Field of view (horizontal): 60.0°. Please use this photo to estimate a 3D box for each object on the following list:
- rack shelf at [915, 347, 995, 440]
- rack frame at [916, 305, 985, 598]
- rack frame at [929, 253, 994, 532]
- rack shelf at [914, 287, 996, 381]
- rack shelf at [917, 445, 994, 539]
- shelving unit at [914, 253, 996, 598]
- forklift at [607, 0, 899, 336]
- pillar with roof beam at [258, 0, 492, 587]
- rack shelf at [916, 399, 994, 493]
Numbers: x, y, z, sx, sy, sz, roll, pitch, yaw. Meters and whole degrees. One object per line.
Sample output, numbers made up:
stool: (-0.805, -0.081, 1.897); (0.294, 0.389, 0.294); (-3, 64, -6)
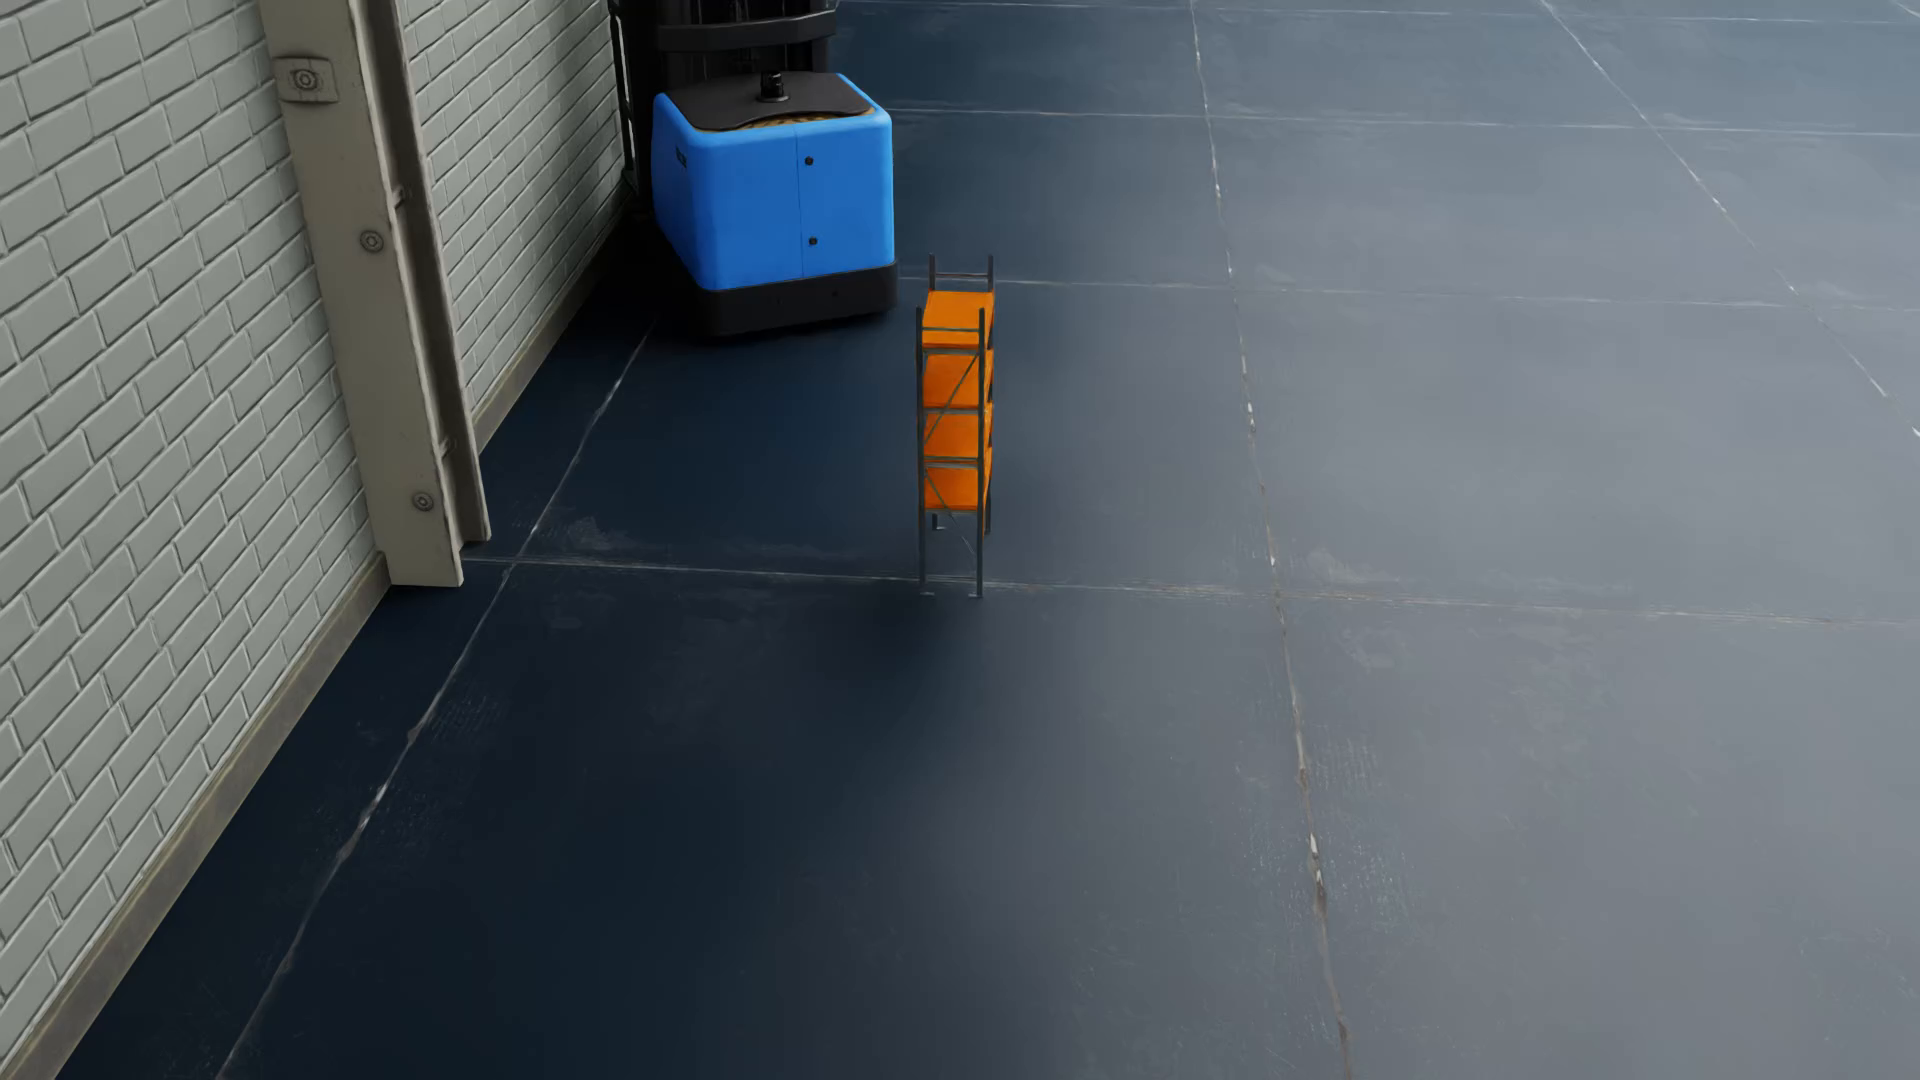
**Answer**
rack shelf: (-0.013, -0.557, 6.213); (0.258, 0.148, 0.480); (2, 32, 4)
rack frame: (-0.033, -0.297, 6.088); (0.240, 1.200, 0.015); (2, 32, 4)
rack frame: (0.006, -0.552, 6.502); (0.240, 1.200, 0.015); (2, 32, 4)
rack shelf: (-0.013, -0.759, 6.089); (0.258, 0.148, 0.480); (2, 32, 4)
rack shelf: (-0.013, -0.198, 6.434); (0.258, 0.148, 0.480); (2, 32, 4)
shelving unit: (-0.013, -0.424, 6.295); (0.258, 1.200, 0.503); (2, 32, 4)
forklift: (-1.328, -3.021, 8.858); (1.130, 2.935, 3.031); (-12, 34, -18)
pillar with roof beam: (2.211, -3.575, 3.973); (9.100, 9.000, 0.400); (2, 32, 4)
rack shelf: (-0.013, -0.367, 6.330); (0.258, 0.148, 0.480); (2, 32, 4)
